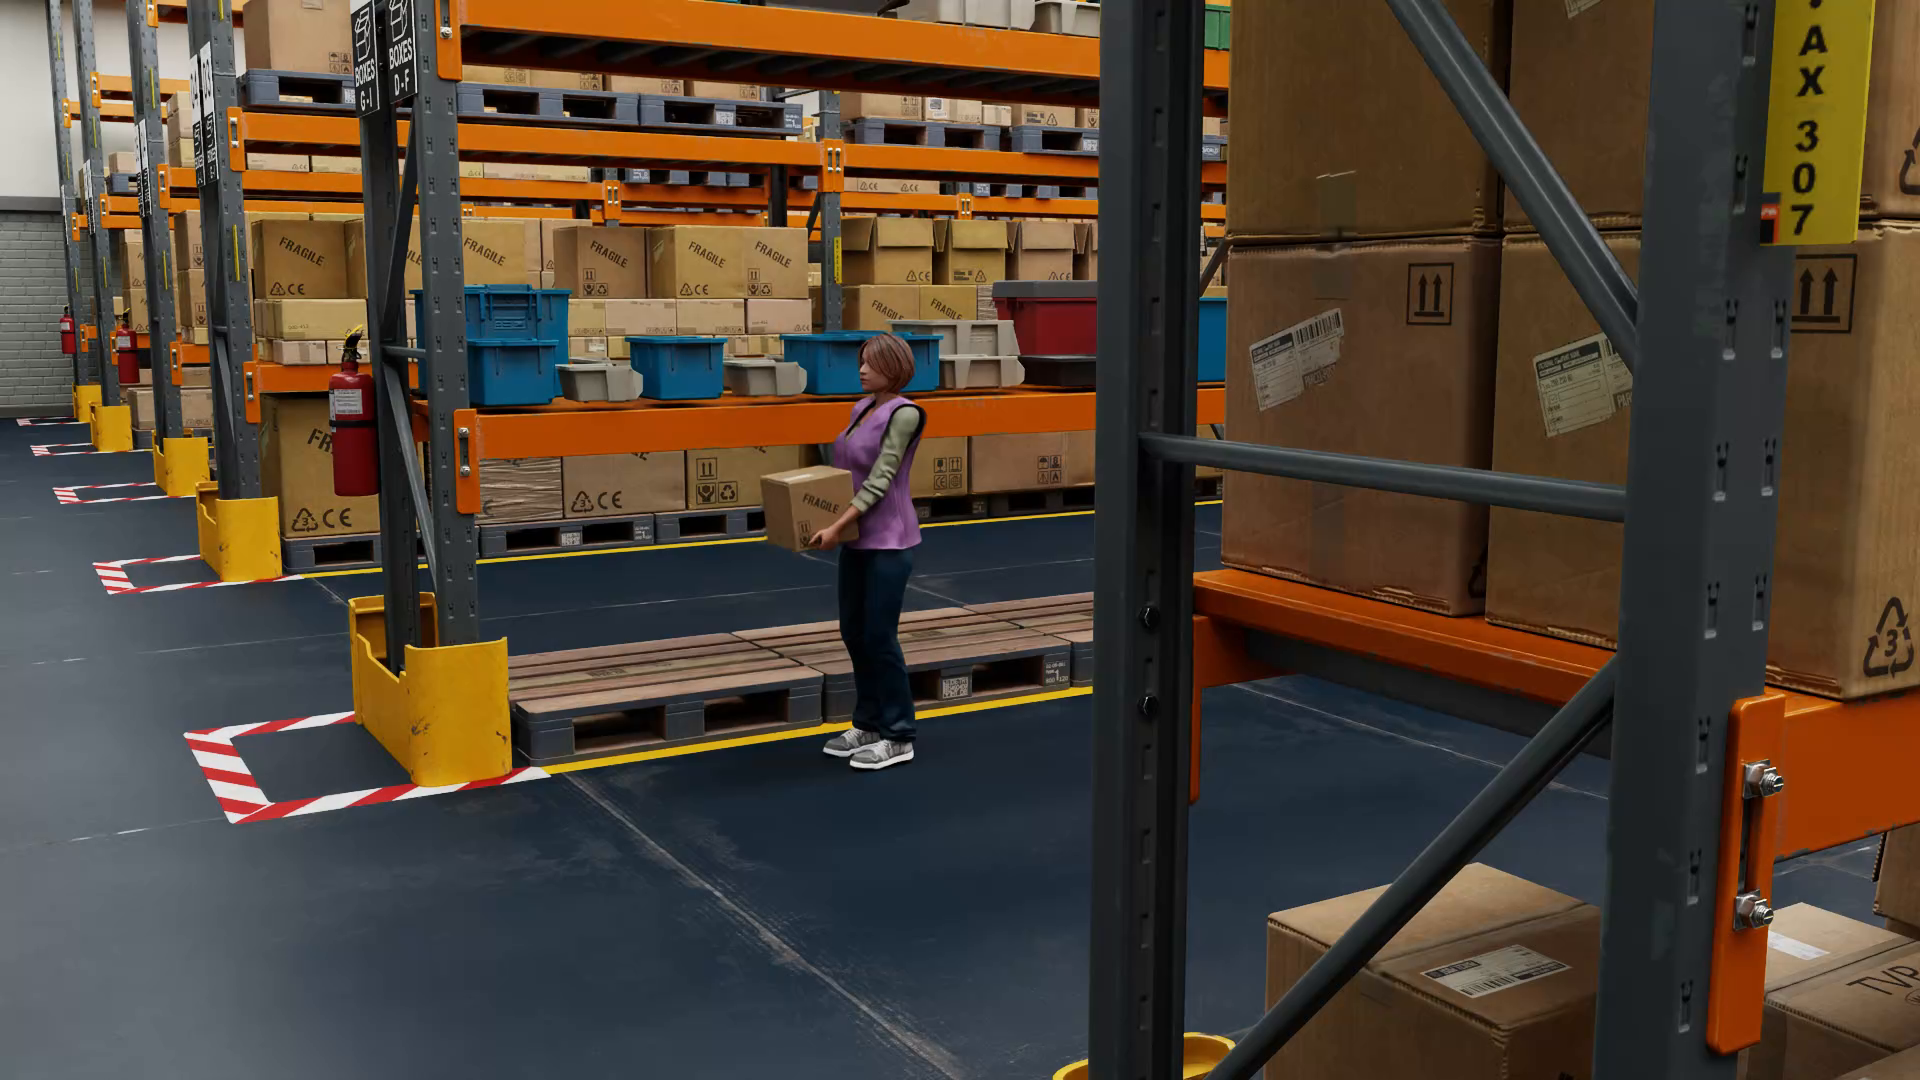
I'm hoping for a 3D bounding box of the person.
[{"bbox_3d":[-0.387,0.042,6.106,0.489,1.593,0.405,-5,10,-30],"label":"person"}]
